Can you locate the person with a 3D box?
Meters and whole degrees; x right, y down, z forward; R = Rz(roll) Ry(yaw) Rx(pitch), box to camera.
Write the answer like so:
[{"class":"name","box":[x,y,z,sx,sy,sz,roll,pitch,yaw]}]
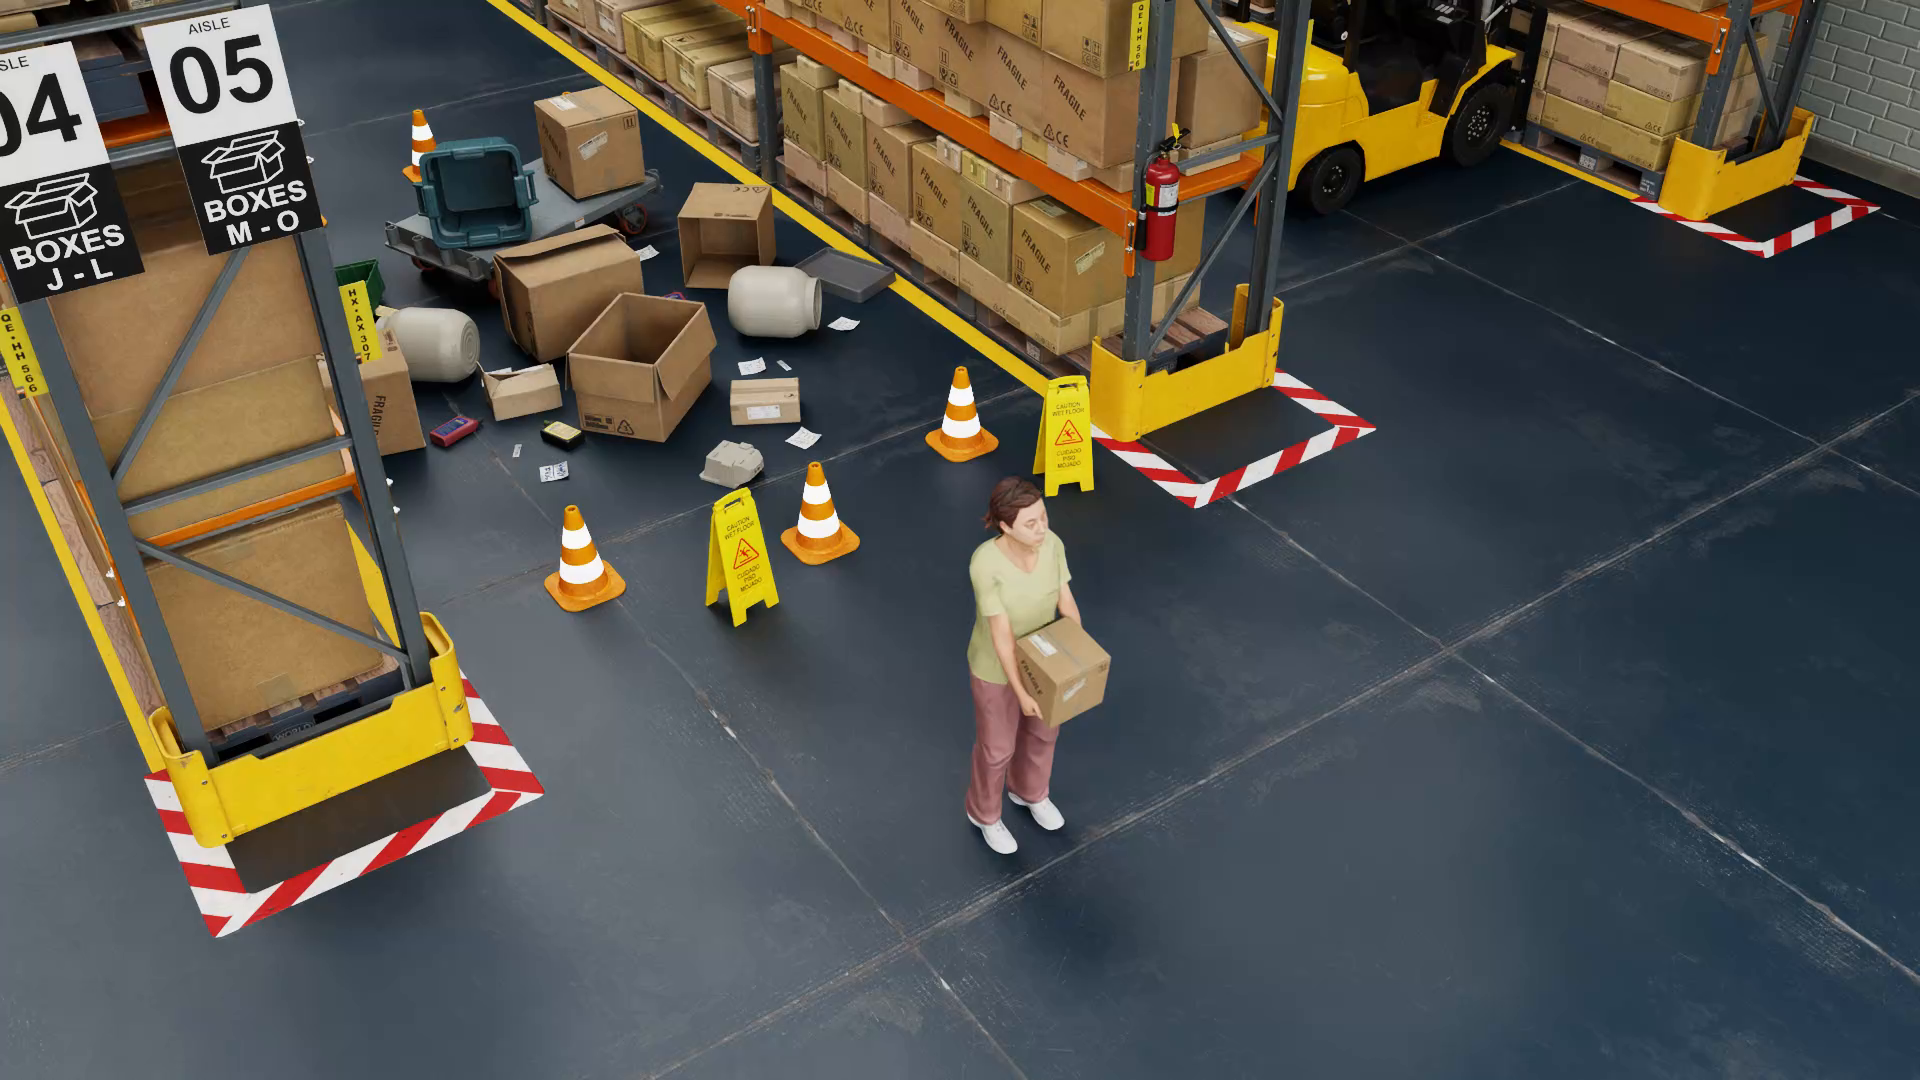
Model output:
[{"class":"person","box":[0.262,0.515,6.316,0.406,1.668,0.517,-23,42,-28]}]
